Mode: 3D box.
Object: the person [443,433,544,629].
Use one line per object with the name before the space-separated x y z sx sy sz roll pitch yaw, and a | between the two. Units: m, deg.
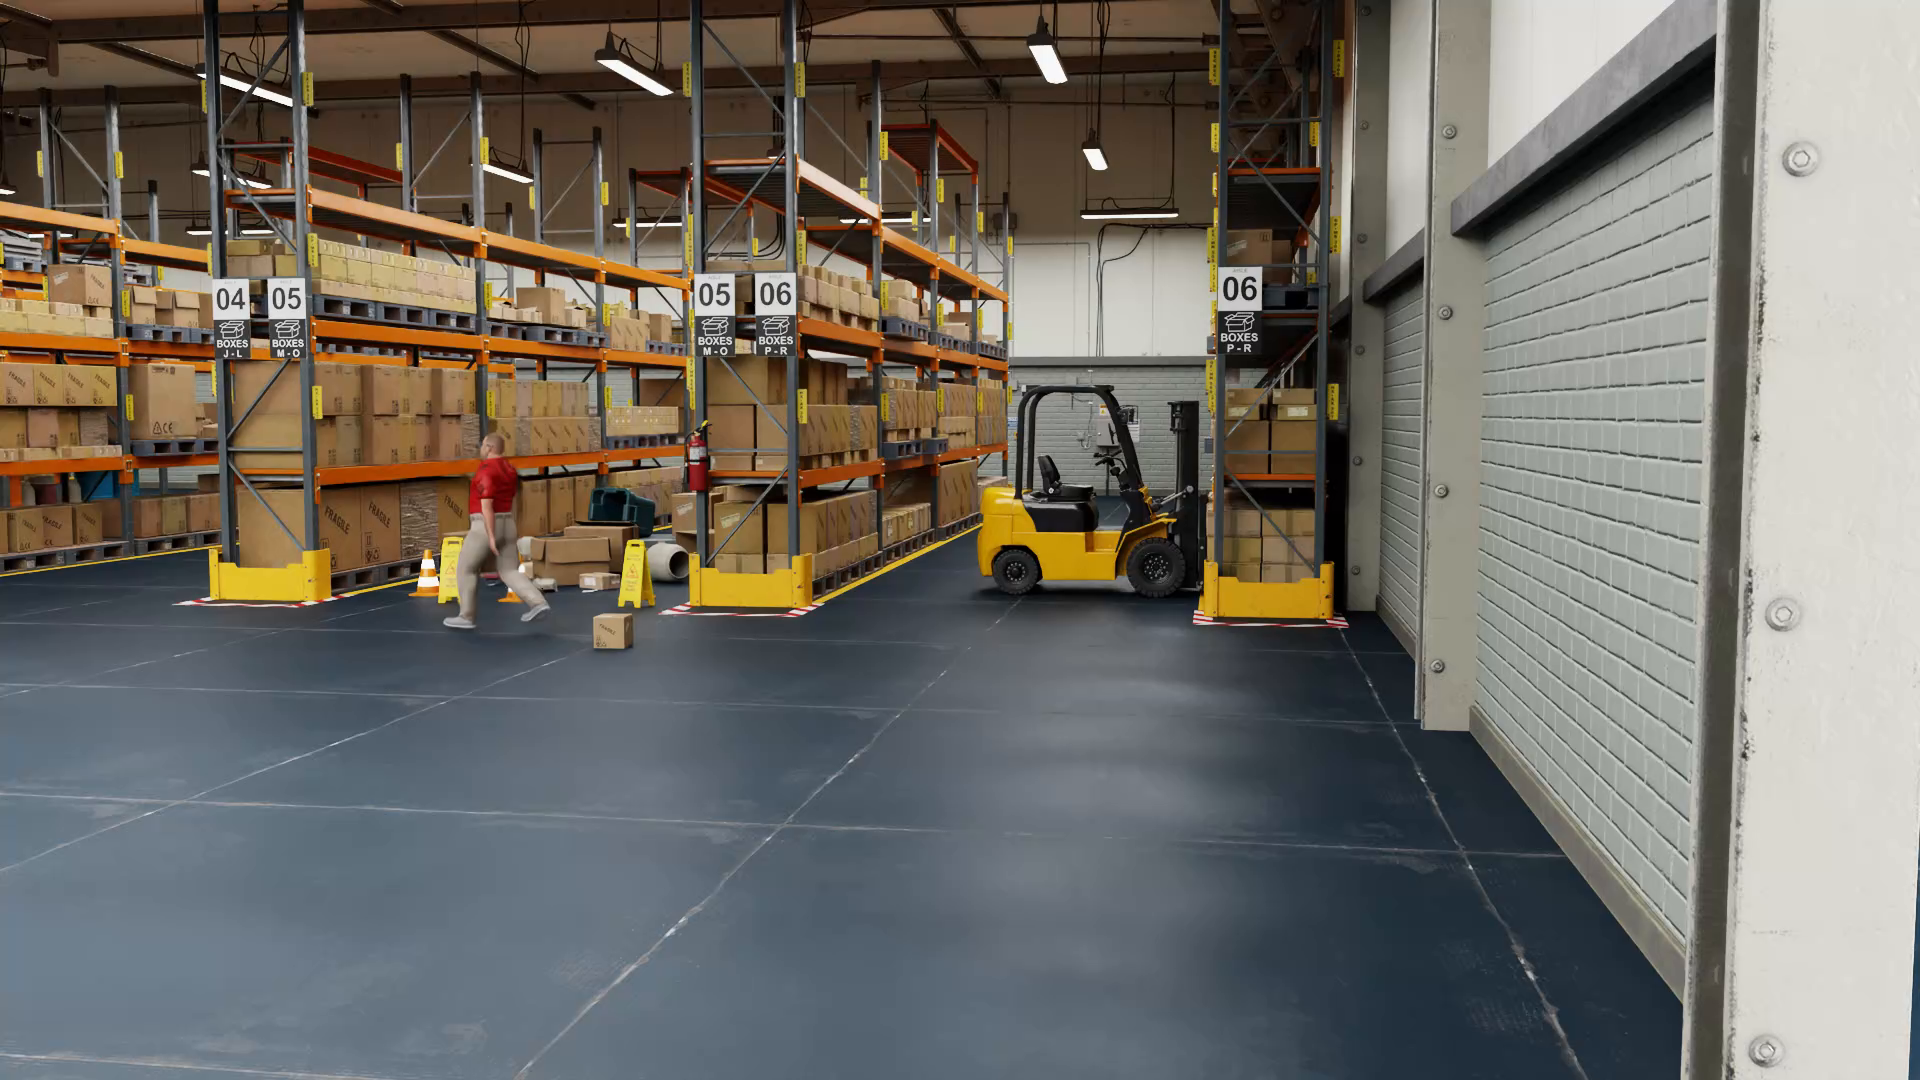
person | -4.006 -0.080 14.217 0.931 1.675 0.522 2 5 26
